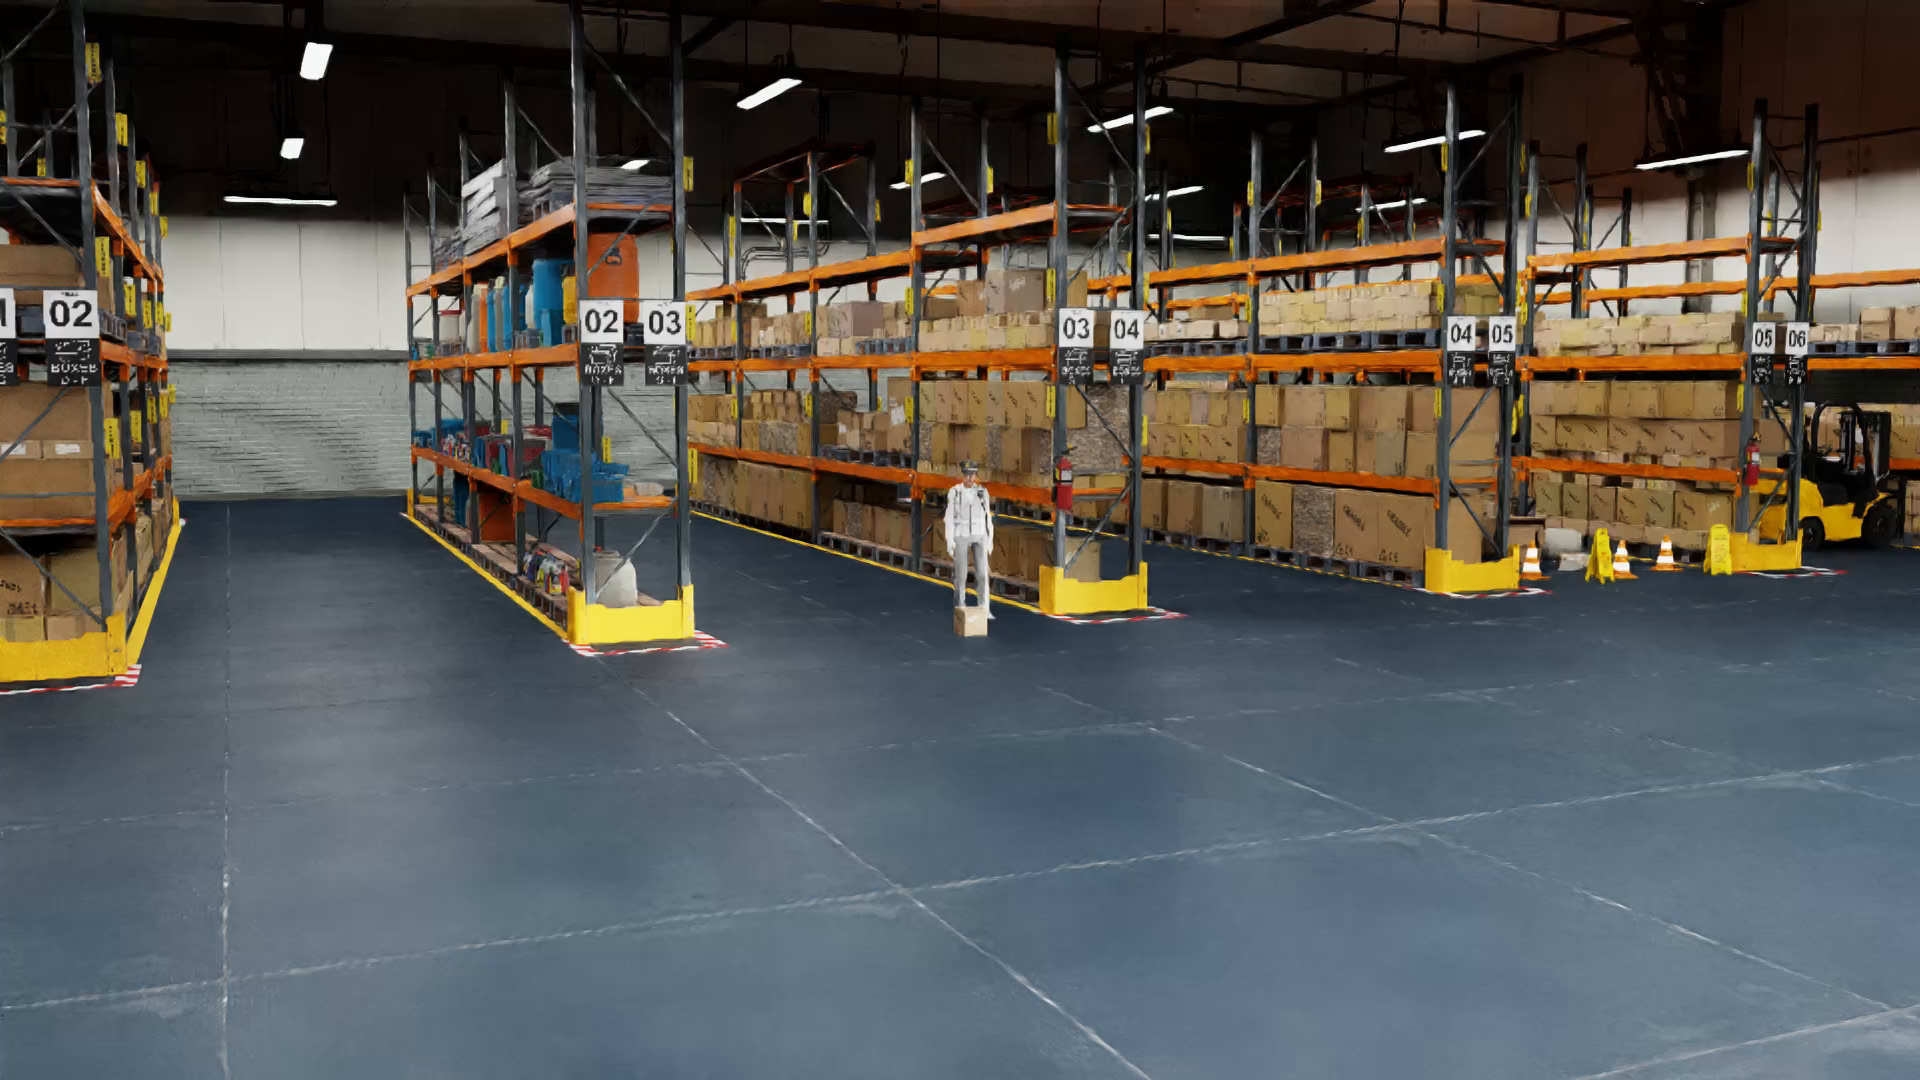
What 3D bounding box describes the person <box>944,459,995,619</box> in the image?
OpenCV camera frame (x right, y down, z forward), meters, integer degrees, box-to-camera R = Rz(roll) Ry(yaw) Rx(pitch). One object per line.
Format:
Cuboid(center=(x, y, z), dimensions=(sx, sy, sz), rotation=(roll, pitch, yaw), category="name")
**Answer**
Cuboid(center=(0.098, -0.014, 17.114), dimensions=(0.519, 1.628, 0.876), rotation=(0, 6, -5), category="person")
